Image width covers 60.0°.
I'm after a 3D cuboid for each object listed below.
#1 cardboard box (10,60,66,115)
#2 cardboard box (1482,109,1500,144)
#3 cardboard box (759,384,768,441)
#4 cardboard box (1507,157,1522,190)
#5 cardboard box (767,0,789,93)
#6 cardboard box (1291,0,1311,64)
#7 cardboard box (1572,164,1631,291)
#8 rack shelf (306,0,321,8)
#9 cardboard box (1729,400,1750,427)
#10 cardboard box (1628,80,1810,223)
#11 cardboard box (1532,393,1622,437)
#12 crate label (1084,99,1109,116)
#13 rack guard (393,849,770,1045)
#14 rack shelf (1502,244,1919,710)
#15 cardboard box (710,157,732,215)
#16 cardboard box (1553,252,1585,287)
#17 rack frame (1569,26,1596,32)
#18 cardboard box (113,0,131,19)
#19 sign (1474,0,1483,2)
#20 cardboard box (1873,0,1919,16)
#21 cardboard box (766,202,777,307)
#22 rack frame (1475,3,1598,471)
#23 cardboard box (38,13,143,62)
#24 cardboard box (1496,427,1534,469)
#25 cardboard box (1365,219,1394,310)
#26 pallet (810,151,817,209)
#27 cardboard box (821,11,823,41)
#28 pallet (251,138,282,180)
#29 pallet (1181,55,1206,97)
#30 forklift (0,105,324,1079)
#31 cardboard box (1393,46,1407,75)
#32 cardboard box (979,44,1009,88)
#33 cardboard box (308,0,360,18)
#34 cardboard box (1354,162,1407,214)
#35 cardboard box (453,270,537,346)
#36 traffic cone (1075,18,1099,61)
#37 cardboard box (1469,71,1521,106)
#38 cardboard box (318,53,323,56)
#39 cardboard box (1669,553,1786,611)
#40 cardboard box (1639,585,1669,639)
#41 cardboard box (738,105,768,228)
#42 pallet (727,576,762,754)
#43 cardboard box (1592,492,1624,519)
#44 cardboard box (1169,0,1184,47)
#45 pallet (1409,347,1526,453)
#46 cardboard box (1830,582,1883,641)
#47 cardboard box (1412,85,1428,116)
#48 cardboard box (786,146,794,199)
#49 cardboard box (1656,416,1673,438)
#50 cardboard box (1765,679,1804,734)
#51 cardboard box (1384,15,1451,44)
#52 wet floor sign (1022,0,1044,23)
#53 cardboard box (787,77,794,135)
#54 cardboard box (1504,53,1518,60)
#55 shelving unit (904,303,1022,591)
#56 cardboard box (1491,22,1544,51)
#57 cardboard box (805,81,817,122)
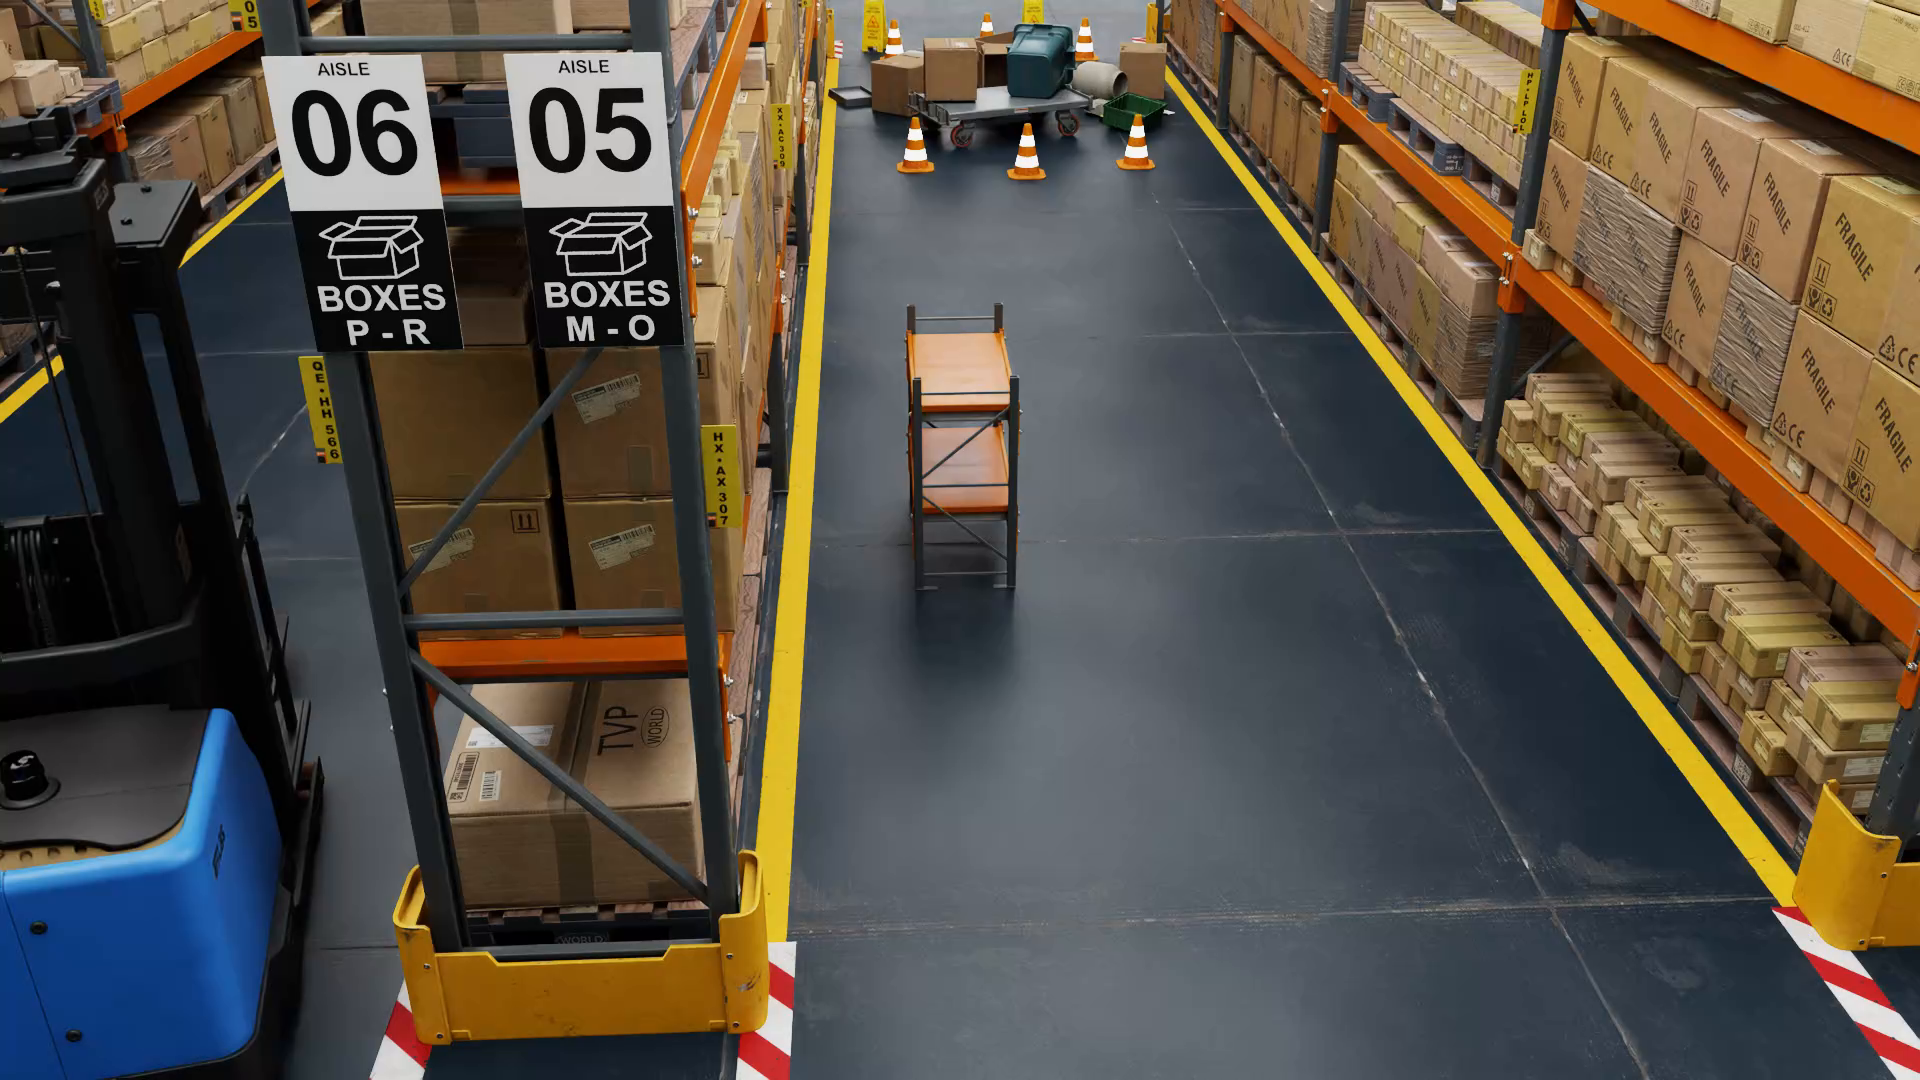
[{"bbox_3d":[-6.243,-2.967,10.902,0.500,0.250,0.500,-3,28,-5],"label":"cardboard box"},{"bbox_3d":[3.239,-2.389,9.582,0.380,0.149,0.250,0,28,0],"label":"cardboard box"},{"bbox_3d":[-1.568,-1.129,9.515,0.875,0.875,0.875,-1,28,-1],"label":"cardboard box"},{"bbox_3d":[3.264,-2.020,9.197,0.380,0.149,0.250,-2,28,-4],"label":"cardboard box"},{"bbox_3d":[-1.303,-3.003,10.075,0.500,0.500,0.500,-2,28,-3],"label":"cardboard box"},{"bbox_3d":[2.957,-4.090,13.241,0.500,0.500,0.500,-1,28,-3],"label":"cardboard box"},{"bbox_3d":[3.289,-1.480,7.914,0.500,0.500,0.500,-1,28,-3],"label":"cardboard box"},{"bbox_3d":[-6.935,-5.778,17.363,1.077,0.370,4.000,-1,28,-3],"label":"rack shelf"},{"bbox_3d":[3.413,-0.549,6.831,0.380,0.149,0.250,-3,28,-5],"label":"cardboard box"},{"bbox_3d":[3.300,-1.700,7.254,0.500,0.500,0.500,-1,28,-2],"label":"cardboard box"},{"bbox_3d":[3.249,-0.660,8.757,0.380,0.149,0.250,0,28,0],"label":"cardboard box"},{"bbox_3d":[1.430,-4.462,17.157,0.298,0.136,0.250,-23,35,-37],"label":"crate label"},{"bbox_3d":[-1.246,1.366,5.590,1.175,0.500,0.348,-1,28,-3],"label":"rack guard"},{"bbox_3d":[3.587,-0.524,7.289,1.077,0.370,4.000,-1,28,-3],"label":"rack shelf"},{"bbox_3d":[-1.042,-1.299,6.106,0.380,0.149,0.250,-1,28,-2],"label":"cardboard box"},{"bbox_3d":[3.258,-1.399,8.461,0.380,0.149,0.250,-1,28,-1],"label":"cardboard box"},{"bbox_3d":[7.814,-7.382,19.659,1.000,3.000,0.127,-1,28,-3],"label":"rack frame"},{"bbox_3d":[-6.359,-3.936,12.243,0.380,0.149,0.250,-1,28,-2],"label":"cardboard box"},{"bbox_3d":[3.815,-4.110,12.220,0.100,0.325,0.005,-1,28,-3],"label":"sign"},{"bbox_3d":[3.385,-1.847,5.426,0.500,0.250,0.500,-2,28,-4],"label":"cardboard box"},{"bbox_3d":[-1.176,-1.437,8.153,0.500,0.500,0.500,-1,28,-2],"label":"cardboard box"},{"bbox_3d":[3.482,-1.767,8.894,1.000,3.000,0.127,-1,28,-3],"label":"rack frame"},{"bbox_3d":[-6.376,-3.693,12.208,0.500,0.250,0.500,-1,28,-3],"label":"cardboard box"},{"bbox_3d":[3.180,-0.513,9.119,0.380,0.149,0.250,-3,28,-5],"label":"cardboard box"},{"bbox_3d":[3.117,-1.890,11.379,0.500,0.500,0.500,-2,28,-4],"label":"cardboard box"},{"bbox_3d":[-1.765,-3.134,14.532,1.003,0.211,1.213,-1,28,-3],"label":"pallet"},{"bbox_3d":[-1.674,-5.121,17.033,0.500,0.500,0.500,0,28,-1],"label":"cardboard box"},{"bbox_3d":[-6.753,-3.598,15.420,1.003,0.211,1.213,-1,28,-3],"label":"pallet"},{"bbox_3d":[3.036,-5.143,18.382,1.003,0.211,1.213,-1,28,-3],"label":"pallet"},{"bbox_3d":[-3.044,-0.068,5.712,1.130,2.935,3.031,-7,28,-13],"label":"forklift"},{"bbox_3d":[3.145,-3.228,11.191,0.380,0.149,0.250,-1,28,-2],"label":"cardboard box"},{"bbox_3d":[0.595,-4.914,17.481,0.797,0.637,0.503,-1,28,-3],"label":"cardboard box"},{"bbox_3d":[-6.616,-5.523,17.534,0.500,0.250,0.500,-2,28,-4],"label":"cardboard box"},{"bbox_3d":[3.094,-2.466,11.672,0.500,0.250,0.500,-2,28,-3],"label":"cardboard box"},{"bbox_3d":[-1.466,-0.690,4.938,0.380,0.149,0.250,-1,28,-2],"label":"cardboard box"},{"bbox_3d":[1.465,-5.904,19.570,0.336,0.463,0.334,-1,28,-3],"label":"traffic cone"},{"bbox_3d":[3.226,-2.651,9.763,0.380,0.149,0.250,-1,28,-3],"label":"cardboard box"},{"bbox_3d":[-6.547,-4.593,16.291,0.500,0.250,0.500,-2,28,-3],"label":"cardboard box"},{"bbox_3d":[3.294,0.178,7.150,0.380,0.149,0.250,0,28,-1],"label":"cardboard box"},{"bbox_3d":[3.317,0.323,7.516,0.380,0.149,0.250,-1,28,-2],"label":"cardboard box"},{"bbox_3d":[-1.137,-1.643,7.466,0.500,0.500,0.500,-2,28,-3],"label":"cardboard box"},{"bbox_3d":[-1.427,0.554,7.460,1.003,0.211,1.213,-1,28,-3],"label":"pallet"},{"bbox_3d":[3.335,-0.167,8.134,0.380,0.149,0.250,0,28,0],"label":"cardboard box"},{"bbox_3d":[2.957,-6.241,19.316,0.875,0.875,0.875,-1,28,-2],"label":"cardboard box"},{"bbox_3d":[3.440,-0.890,10.228,1.003,0.211,1.213,-1,28,-3],"label":"pallet"},{"bbox_3d":[3.888,0.288,6.940,0.380,0.149,0.250,-3,28,-5],"label":"cardboard box"},{"bbox_3d":[3.166,-2.865,10.817,0.380,0.149,0.250,-1,28,-2],"label":"cardboard box"},{"bbox_3d":[-1.254,-2.220,9.924,0.500,0.250,0.500,-2,28,-3],"label":"cardboard box"},{"bbox_3d":[3.834,-0.563,8.571,0.380,0.149,0.250,-2,28,-3],"label":"cardboard box"},{"bbox_3d":[3.419,0.668,6.534,0.380,0.149,0.250,-2,28,-4],"label":"cardboard box"},{"bbox_3d":[3.129,-3.497,11.386,0.380,0.149,0.250,-2,28,-3],"label":"cardboard box"},{"bbox_3d":[0.877,-6.230,19.998,0.267,0.644,0.232,-6,28,-11],"label":"wet floor sign"},{"bbox_3d":[-1.281,-2.673,10.253,0.500,0.250,0.500,-2,28,-4],"label":"cardboard box"},{"bbox_3d":[3.809,-3.128,11.000,0.380,0.149,0.250,-2,28,-3],"label":"cardboard box"},{"bbox_3d":[0.000,-0.496,8.484,0.538,1.125,1.048,-1,28,-3],"label":"shelving unit"},{"bbox_3d":[3.799,-3.377,11.156,0.380,0.149,0.250,-1,28,-1],"label":"cardboard box"},{"bbox_3d":[-1.844,-4.074,15.705,0.950,0.372,0.625,-1,28,-2],"label":"cardboard box"}]
